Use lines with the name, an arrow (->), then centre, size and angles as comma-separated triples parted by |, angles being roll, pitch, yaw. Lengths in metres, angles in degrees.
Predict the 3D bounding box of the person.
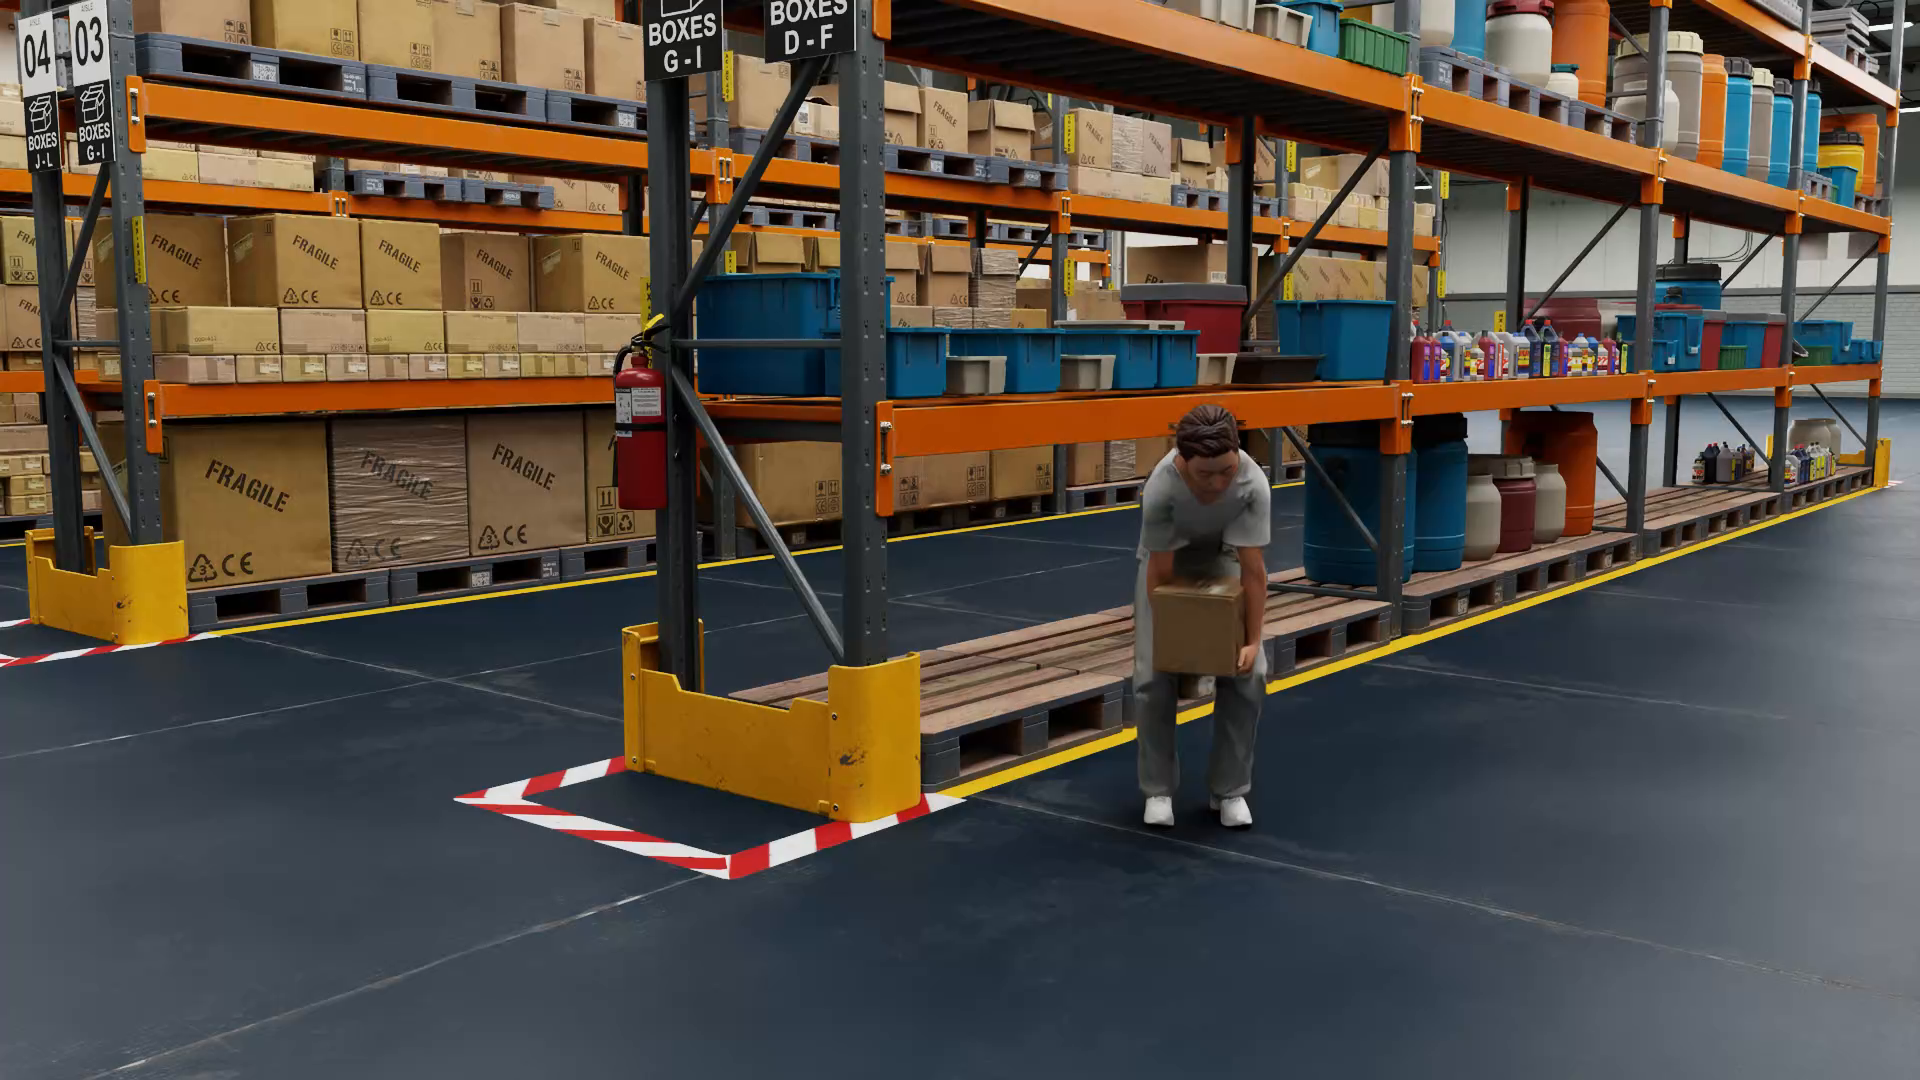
person -> 0.749, 0.248, 5.082 | 0.418, 1.343, 0.789 | 0, 7, 1
